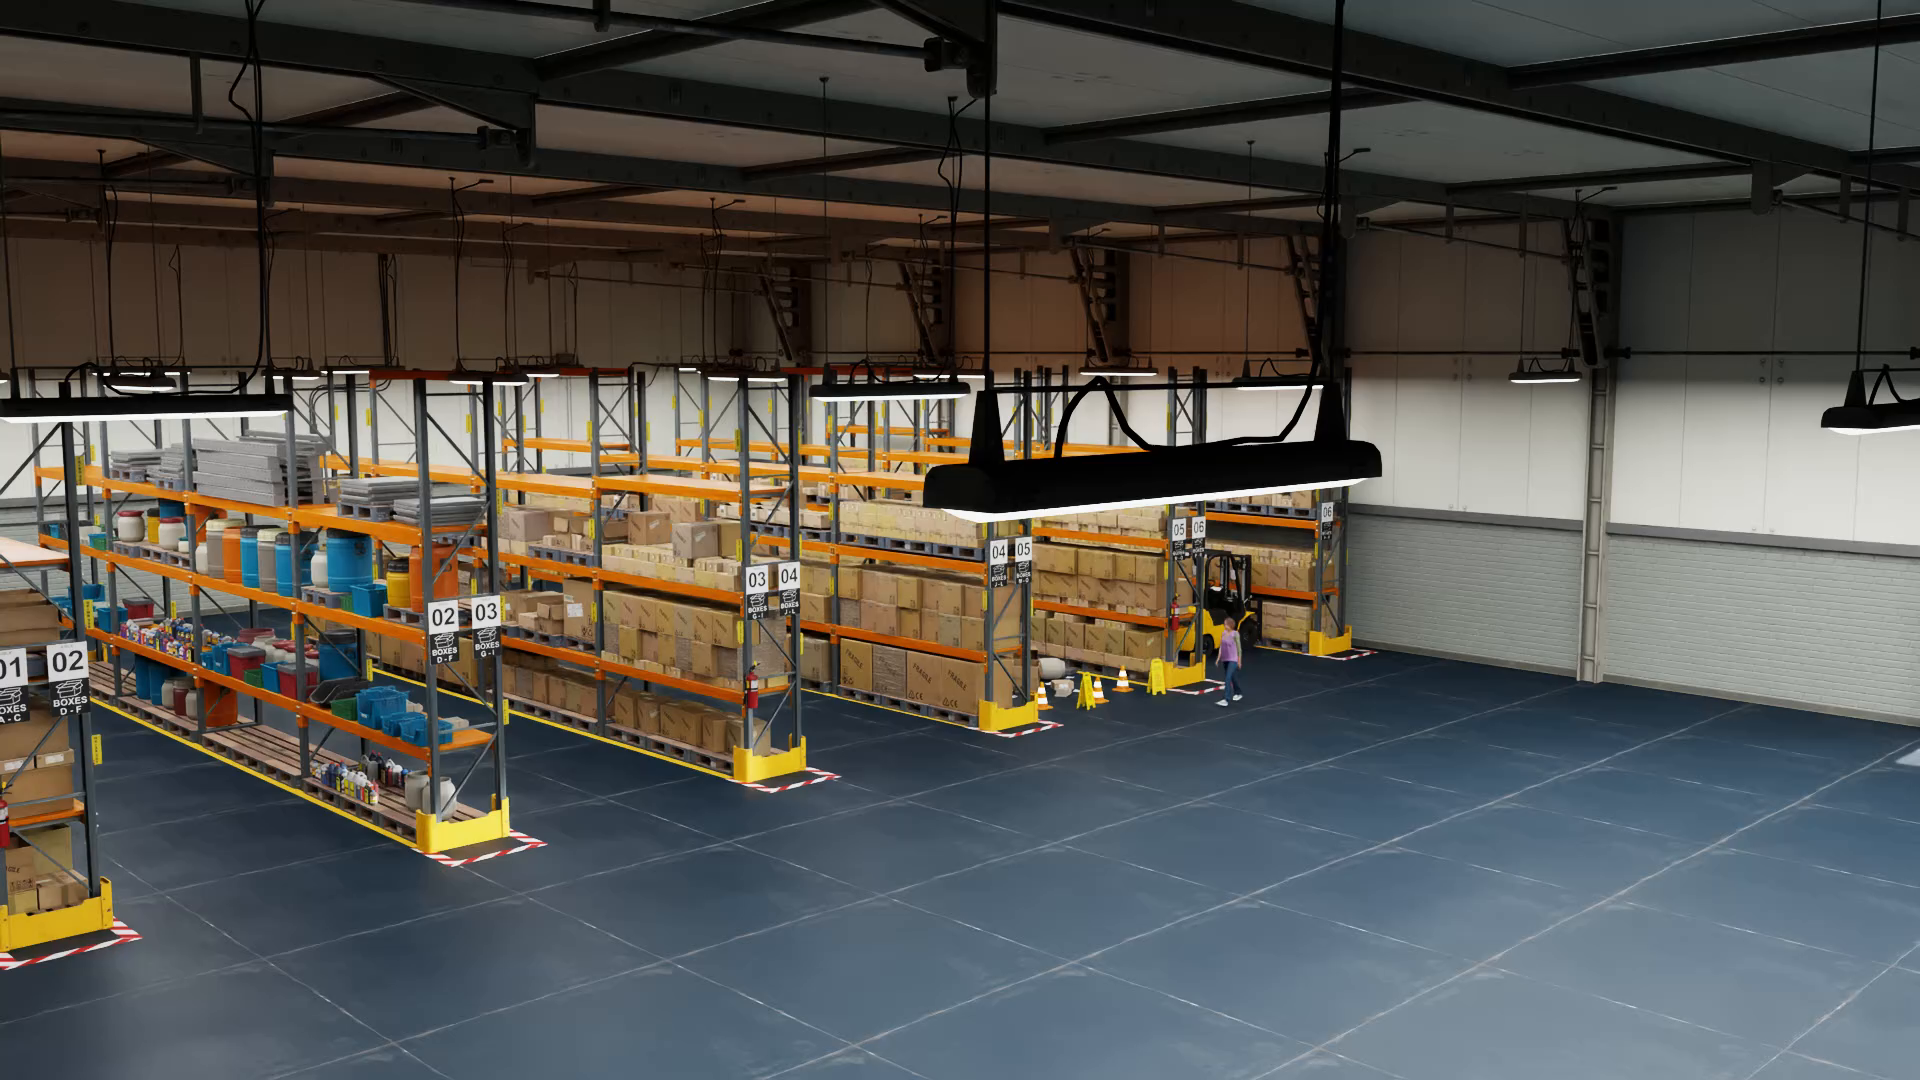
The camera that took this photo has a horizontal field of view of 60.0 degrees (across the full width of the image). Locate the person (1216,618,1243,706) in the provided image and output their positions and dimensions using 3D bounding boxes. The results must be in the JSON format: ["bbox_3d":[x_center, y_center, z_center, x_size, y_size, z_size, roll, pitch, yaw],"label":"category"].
[{"bbox_3d":[4.861,2.174,29.961,0.789,1.570,0.420,-4,7,-30],"label":"person"}]

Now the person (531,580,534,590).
[{"bbox_3d":[-8.600,1.686,33.376,0.578,1.746,0.509,-3,7,-26],"label":"person"}]
